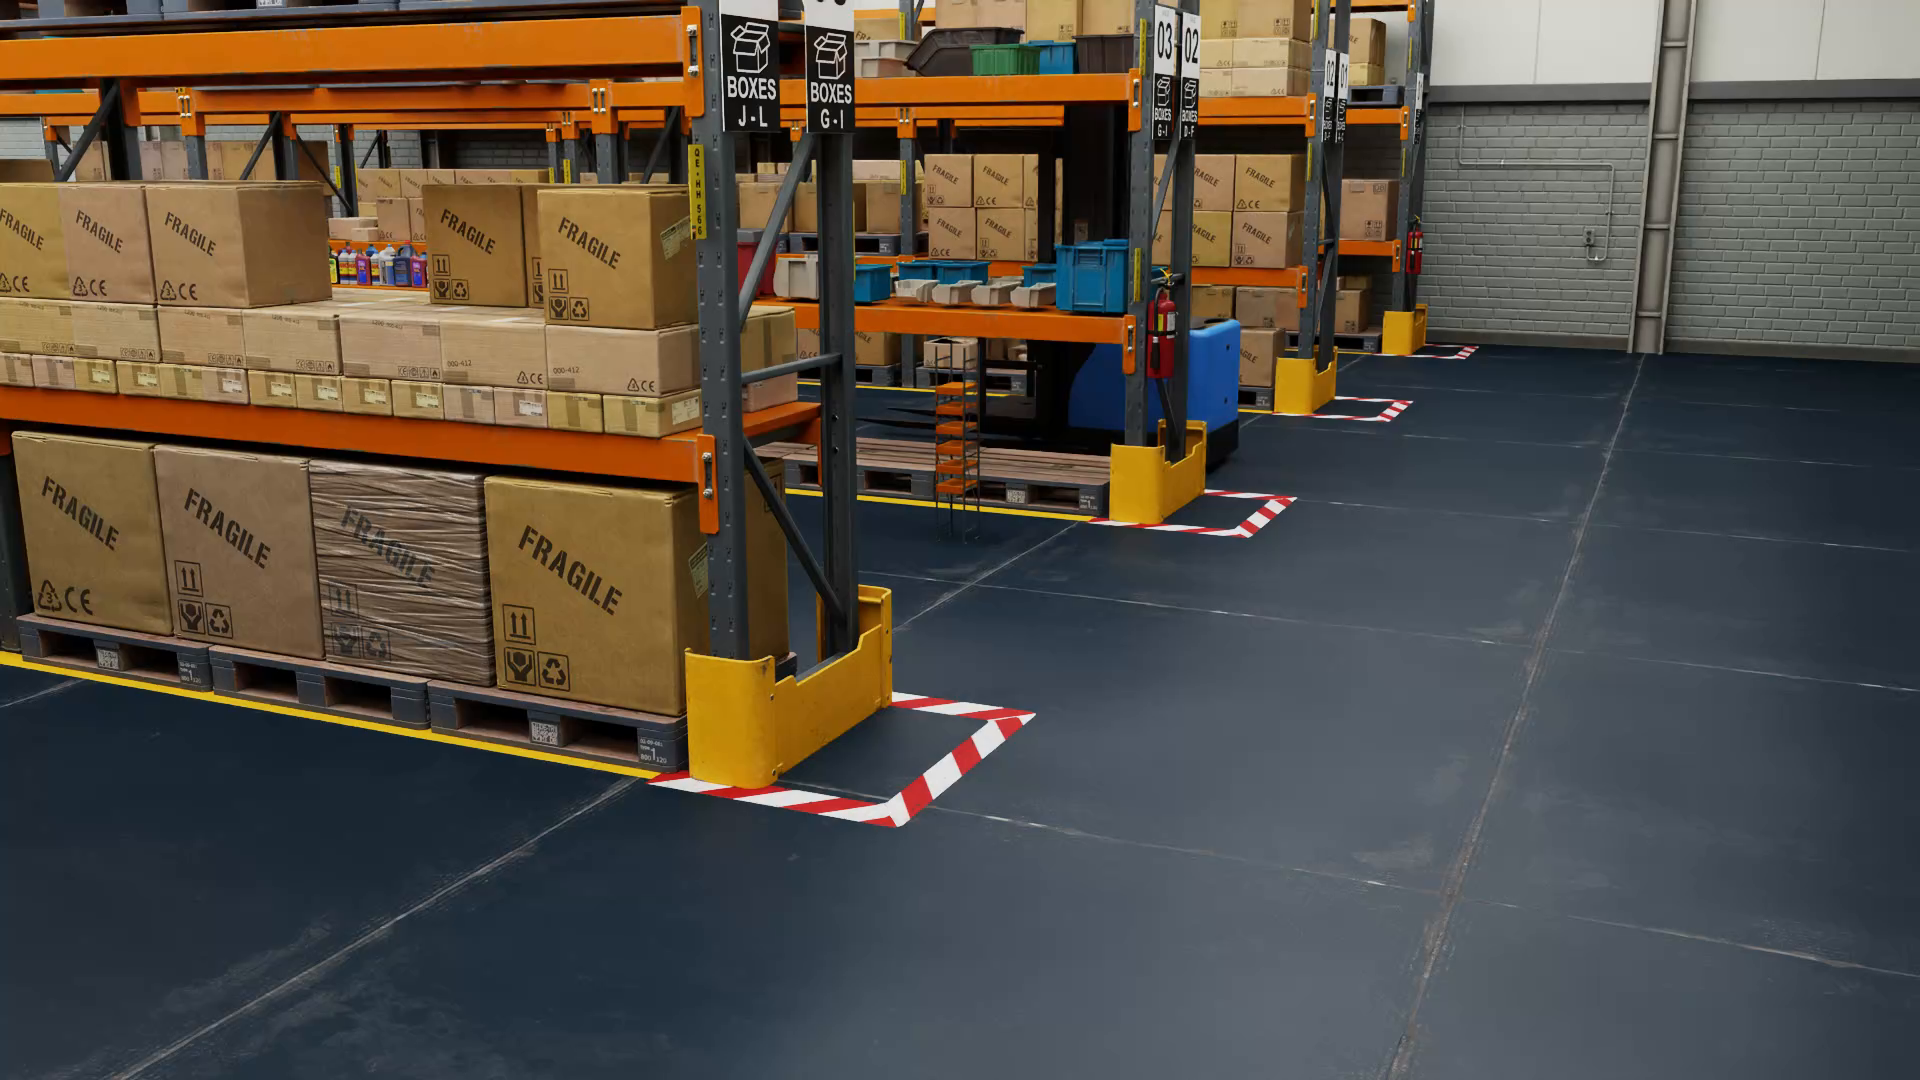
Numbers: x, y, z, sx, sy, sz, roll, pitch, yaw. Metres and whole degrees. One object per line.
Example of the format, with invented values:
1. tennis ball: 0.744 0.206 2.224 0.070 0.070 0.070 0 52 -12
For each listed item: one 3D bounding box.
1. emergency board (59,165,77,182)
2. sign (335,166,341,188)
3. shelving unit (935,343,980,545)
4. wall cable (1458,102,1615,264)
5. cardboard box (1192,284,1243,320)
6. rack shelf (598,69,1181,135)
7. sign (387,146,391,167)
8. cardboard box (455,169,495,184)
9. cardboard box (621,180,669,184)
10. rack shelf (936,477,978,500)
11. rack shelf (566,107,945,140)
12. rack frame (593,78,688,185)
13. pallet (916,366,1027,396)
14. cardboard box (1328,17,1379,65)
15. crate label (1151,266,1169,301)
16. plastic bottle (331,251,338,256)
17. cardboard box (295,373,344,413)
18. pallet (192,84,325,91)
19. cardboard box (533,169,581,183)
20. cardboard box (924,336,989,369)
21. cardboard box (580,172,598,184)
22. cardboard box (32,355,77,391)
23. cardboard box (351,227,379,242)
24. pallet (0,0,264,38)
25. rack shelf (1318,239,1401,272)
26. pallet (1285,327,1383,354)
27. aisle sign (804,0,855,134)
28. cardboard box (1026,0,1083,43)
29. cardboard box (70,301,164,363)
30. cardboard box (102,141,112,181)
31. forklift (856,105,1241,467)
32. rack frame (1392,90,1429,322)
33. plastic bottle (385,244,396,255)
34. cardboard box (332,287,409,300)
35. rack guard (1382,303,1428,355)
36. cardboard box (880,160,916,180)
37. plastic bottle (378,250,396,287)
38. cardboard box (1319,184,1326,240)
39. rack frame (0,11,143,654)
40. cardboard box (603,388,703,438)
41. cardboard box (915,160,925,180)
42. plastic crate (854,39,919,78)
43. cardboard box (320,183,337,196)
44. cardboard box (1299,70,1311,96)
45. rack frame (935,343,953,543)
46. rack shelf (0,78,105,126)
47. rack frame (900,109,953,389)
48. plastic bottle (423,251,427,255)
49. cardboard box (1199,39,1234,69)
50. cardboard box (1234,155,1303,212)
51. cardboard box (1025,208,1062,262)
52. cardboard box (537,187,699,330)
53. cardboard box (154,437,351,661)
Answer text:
1. emergency board: -16.039 -6.149 29.895 0.643 1.169 0.194 6 14 23
2. sign: -9.519 -5.550 25.445 0.005 0.325 0.100 6 14 23
3. shelving unit: -0.013 -0.585 10.123 0.189 1.200 0.258 6 14 23
4. wall cable: 6.883 -4.335 19.938 1.851 1.984 0.084 6 14 23
5. cardboard box: 3.240 -2.933 20.741 0.500 0.500 0.700 6 15 25
6. rack shelf: -0.512 -2.987 11.427 4.000 0.370 1.077 6 14 23
7. sign: -9.057 -6.073 26.344 0.005 0.325 0.100 6 14 23
8. cardboard box: -7.115 -5.246 24.689 0.500 0.500 0.500 5 14 22
9. cardboard box: -3.367 -3.685 18.254 0.500 0.500 0.700 1 13 4
10. rack shelf: -0.013 -0.309 10.188 0.180 0.103 0.258 6 14 23
11. rack shelf: -2.160 -4.391 17.412 4.000 0.370 1.077 6 14 23
12. rack frame: -2.341 -2.062 12.476 0.127 3.000 1.000 6 14 23
13. pallet: 0.296 -1.675 16.931 1.213 0.211 1.003 6 14 23
14. cardboard box: 4.549 -5.777 19.292 0.500 0.500 0.500 6 14 23
15. crate label: 1.224 -1.731 11.302 0.303 0.233 0.416 6 14 23
16. plastic bottle: -5.357 -2.373 14.235 0.097 0.201 0.097 0 13 0
17. cardboard box: -2.546 -0.641 6.969 0.250 0.149 0.380 6 15 24
18. pallet: -5.338 -3.709 13.344 1.213 0.211 1.003 6 14 23
19. cardboard box: -5.988 -5.260 24.750 0.500 0.500 0.500 5 14 22
20. cardboard box: -0.035 -1.917 16.783 0.500 0.311 0.500 6 14 23
21. cardboard box: -5.191 -5.080 24.157 0.500 0.500 0.700 6 14 23
22. cardboard box: -3.971 -0.784 7.580 0.250 0.149 0.380 5 14 21
23. cardboard box: -6.918 -3.589 19.536 0.250 0.149 0.380 6 14 23
24. pallet: -3.603 -2.367 7.403 1.213 0.211 1.003 6 14 23
25. rack shelf: 3.500 -3.596 20.588 4.000 0.370 1.077 6 14 23
26. pallet: 4.566 -2.461 20.282 1.213 0.211 1.003 6 14 23
27. aisle sign: -0.503 -1.979 6.432 0.004 0.787 0.394 6 14 23
28. cardboard box: 0.988 -4.934 15.743 0.500 0.500 0.700 6 14 23
29. cardboard box: -3.571 -0.954 7.432 0.500 0.250 0.500 6 14 23
30. cardboard box: -10.350 -4.789 21.037 0.500 0.500 0.700 5 14 22
31. forklift: 0.615 -2.128 12.906 3.031 2.935 1.130 6 14 24
32. rack frame: 5.329 -3.761 19.717 0.127 3.000 1.000 6 14 23
33. plastic bottle: -4.790 -2.349 13.982 0.097 0.271 0.097 0 13 0
34. cardboard box: -2.896 -1.019 7.707 0.500 0.250 0.500 6 15 24
35. rack guard: 5.351 -2.542 19.993 0.348 0.500 1.175 6 14 23
36. cardboard box: -0.724 -4.879 21.925 0.500 0.250 0.500 6 14 24
37. plastic bottle: -4.465 -2.136 13.062 0.135 0.276 0.152 6 14 23
38. cardboard box: 4.189 -4.017 20.152 0.700 0.700 0.980 6 14 23
39. rack frame: -4.347 -1.027 8.067 0.127 3.000 1.000 6 14 23
40. cardboard box: -1.149 -0.499 6.366 0.250 0.149 0.380 6 15 24
41. cardboard box: -0.255 -4.833 21.729 0.500 0.250 0.500 5 14 22
42. plastic crate: -0.585 -3.364 11.718 0.530 0.282 0.437 6 14 23
43. cardboard box: -7.813 -4.266 20.231 0.250 0.149 0.380 6 14 23
44. cardboard box: 2.959 -4.214 15.410 0.500 0.250 0.500 6 14 23
45. rack frame: -0.097 -0.594 10.160 0.006 1.200 0.240 6 14 23
46. rack shelf: -6.176 -2.323 8.596 4.000 0.370 1.077 6 14 23
47. rack frame: -0.331 -3.096 16.884 0.127 3.000 1.000 6 14 23
48. plastic bottle: -4.410 -2.321 13.836 0.133 0.283 0.061 6 14 23
49. cardboard box: 2.296 -4.397 15.096 0.500 0.250 0.500 6 14 23
50. cardboard box: 2.808 -3.245 15.112 0.500 0.500 0.500 6 14 23
51. cardboard box: 0.950 -2.947 16.030 0.500 0.500 0.500 6 14 23
52. cardboard box: -1.242 -1.084 6.346 0.500 0.500 0.500 6 14 24
53. cardboard box: -2.953 -0.036 7.576 0.875 0.875 0.875 6 14 23
